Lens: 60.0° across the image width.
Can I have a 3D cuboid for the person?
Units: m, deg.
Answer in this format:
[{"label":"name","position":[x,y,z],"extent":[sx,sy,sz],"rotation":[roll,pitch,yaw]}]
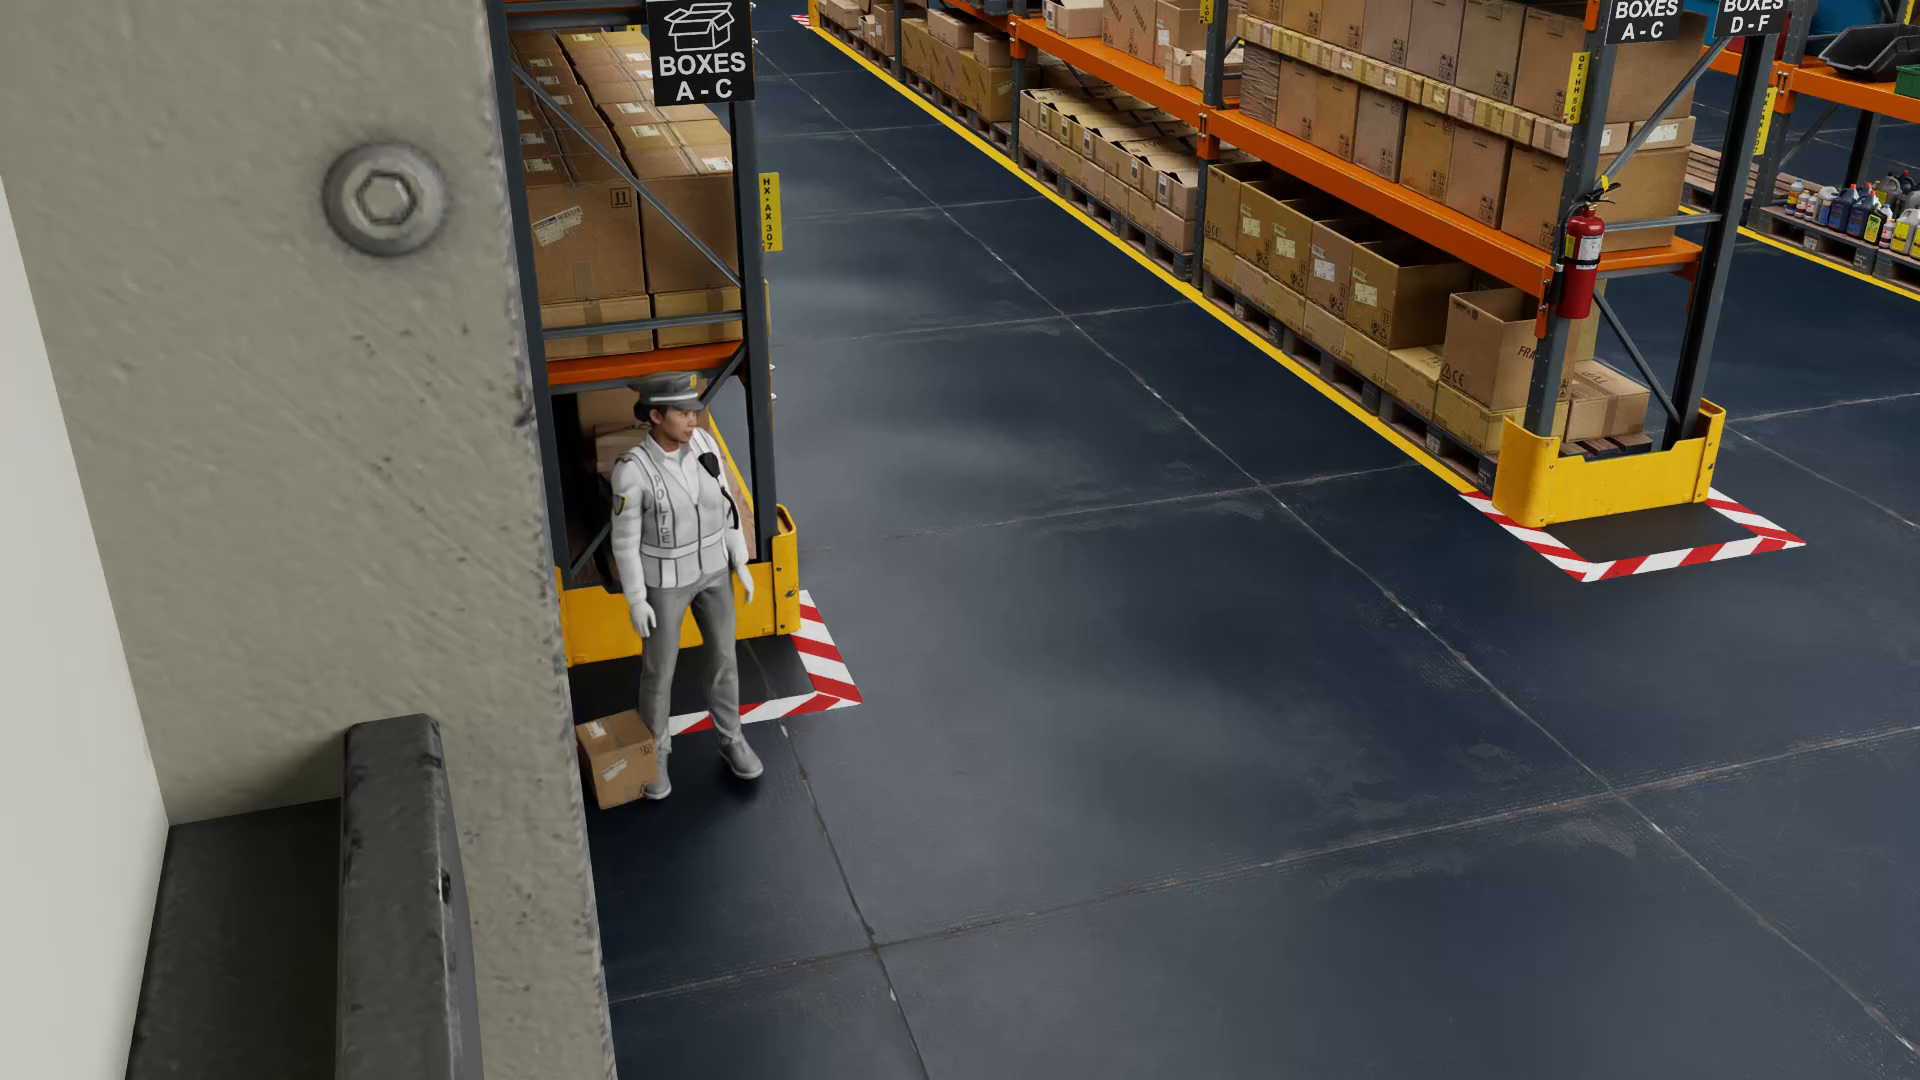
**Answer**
[{"label":"person","position":[-1.014,0.171,6.198],"extent":[0.527,1.687,0.437],"rotation":[-21,34,-36]}]
